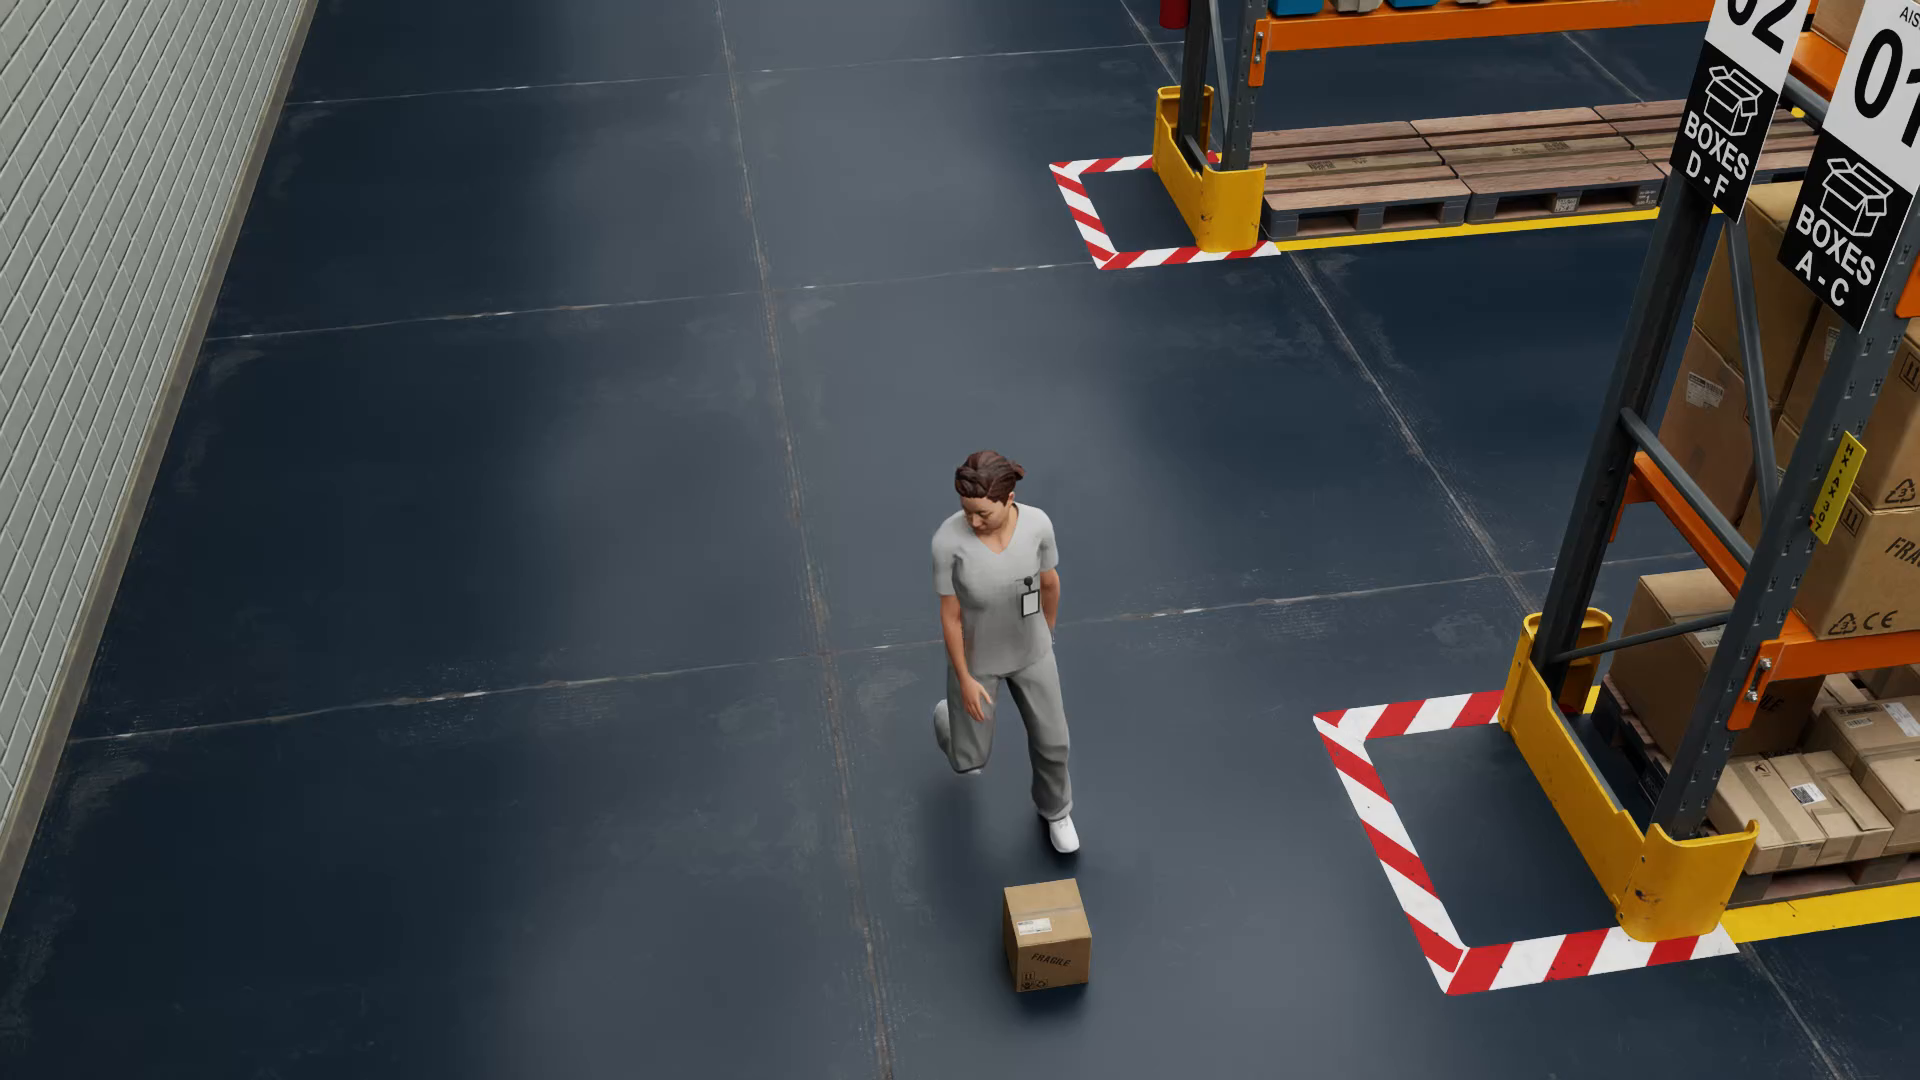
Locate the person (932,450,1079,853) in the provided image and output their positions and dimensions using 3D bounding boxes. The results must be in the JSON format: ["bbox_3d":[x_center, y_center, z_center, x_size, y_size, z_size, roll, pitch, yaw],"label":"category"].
[{"bbox_3d":[0.141,0.352,5.699,0.494,1.640,0.633,-10,40,-12],"label":"person"}]
